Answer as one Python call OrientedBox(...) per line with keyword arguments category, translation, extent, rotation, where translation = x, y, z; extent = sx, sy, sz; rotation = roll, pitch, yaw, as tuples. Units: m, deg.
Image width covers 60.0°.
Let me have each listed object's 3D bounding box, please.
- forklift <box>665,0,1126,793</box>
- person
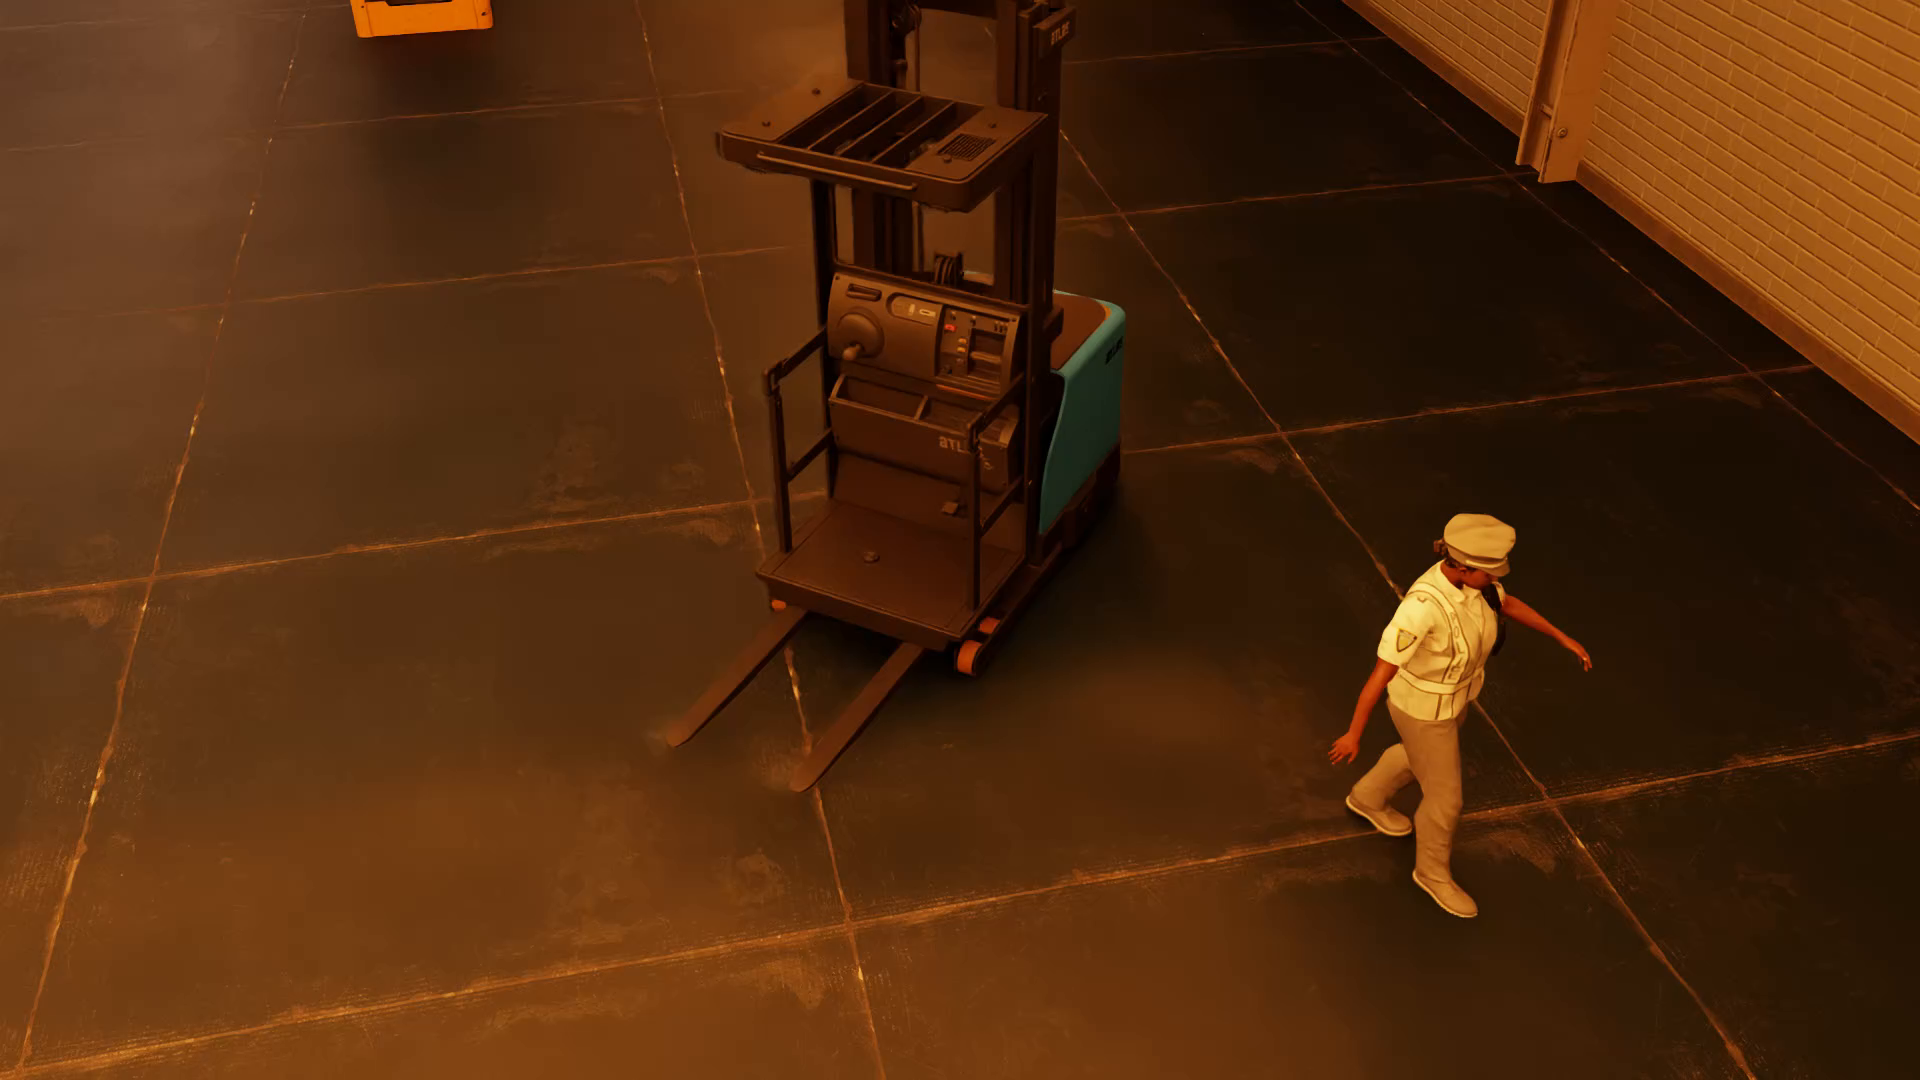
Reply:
OrientedBox(category="forklift", translation=(-0.264, -0.859, 7.244), extent=(1.130, 2.935, 3.031), rotation=(16, 39, 21))
OrientedBox(category="person", translation=(1.826, 0.651, 6.274), extent=(0.730, 1.640, 0.892), rotation=(27, 44, 32))
